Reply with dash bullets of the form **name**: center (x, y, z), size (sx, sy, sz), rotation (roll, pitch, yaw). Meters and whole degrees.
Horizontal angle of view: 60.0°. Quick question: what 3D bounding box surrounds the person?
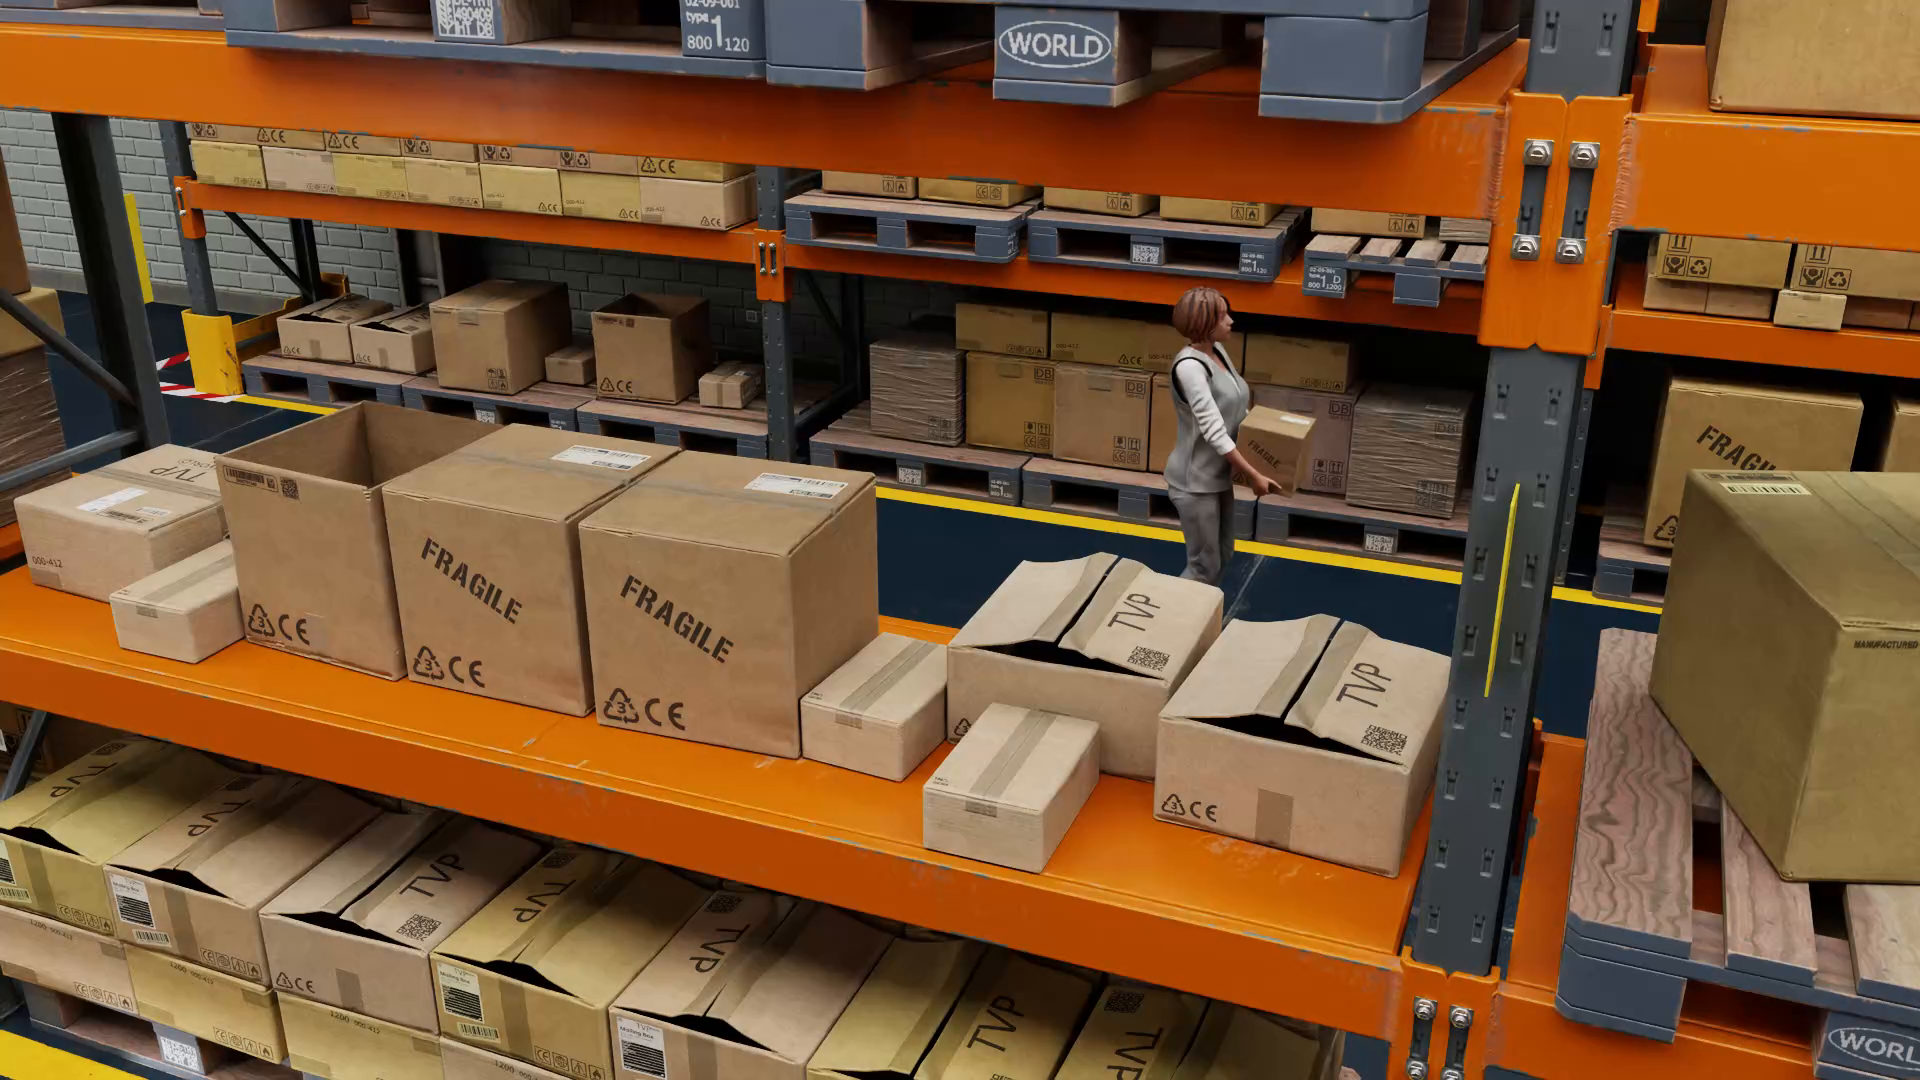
- **person**: center (1.059, -0.215, 6.628), size (0.498, 1.589, 0.405), rotation (9, 24, 21)
